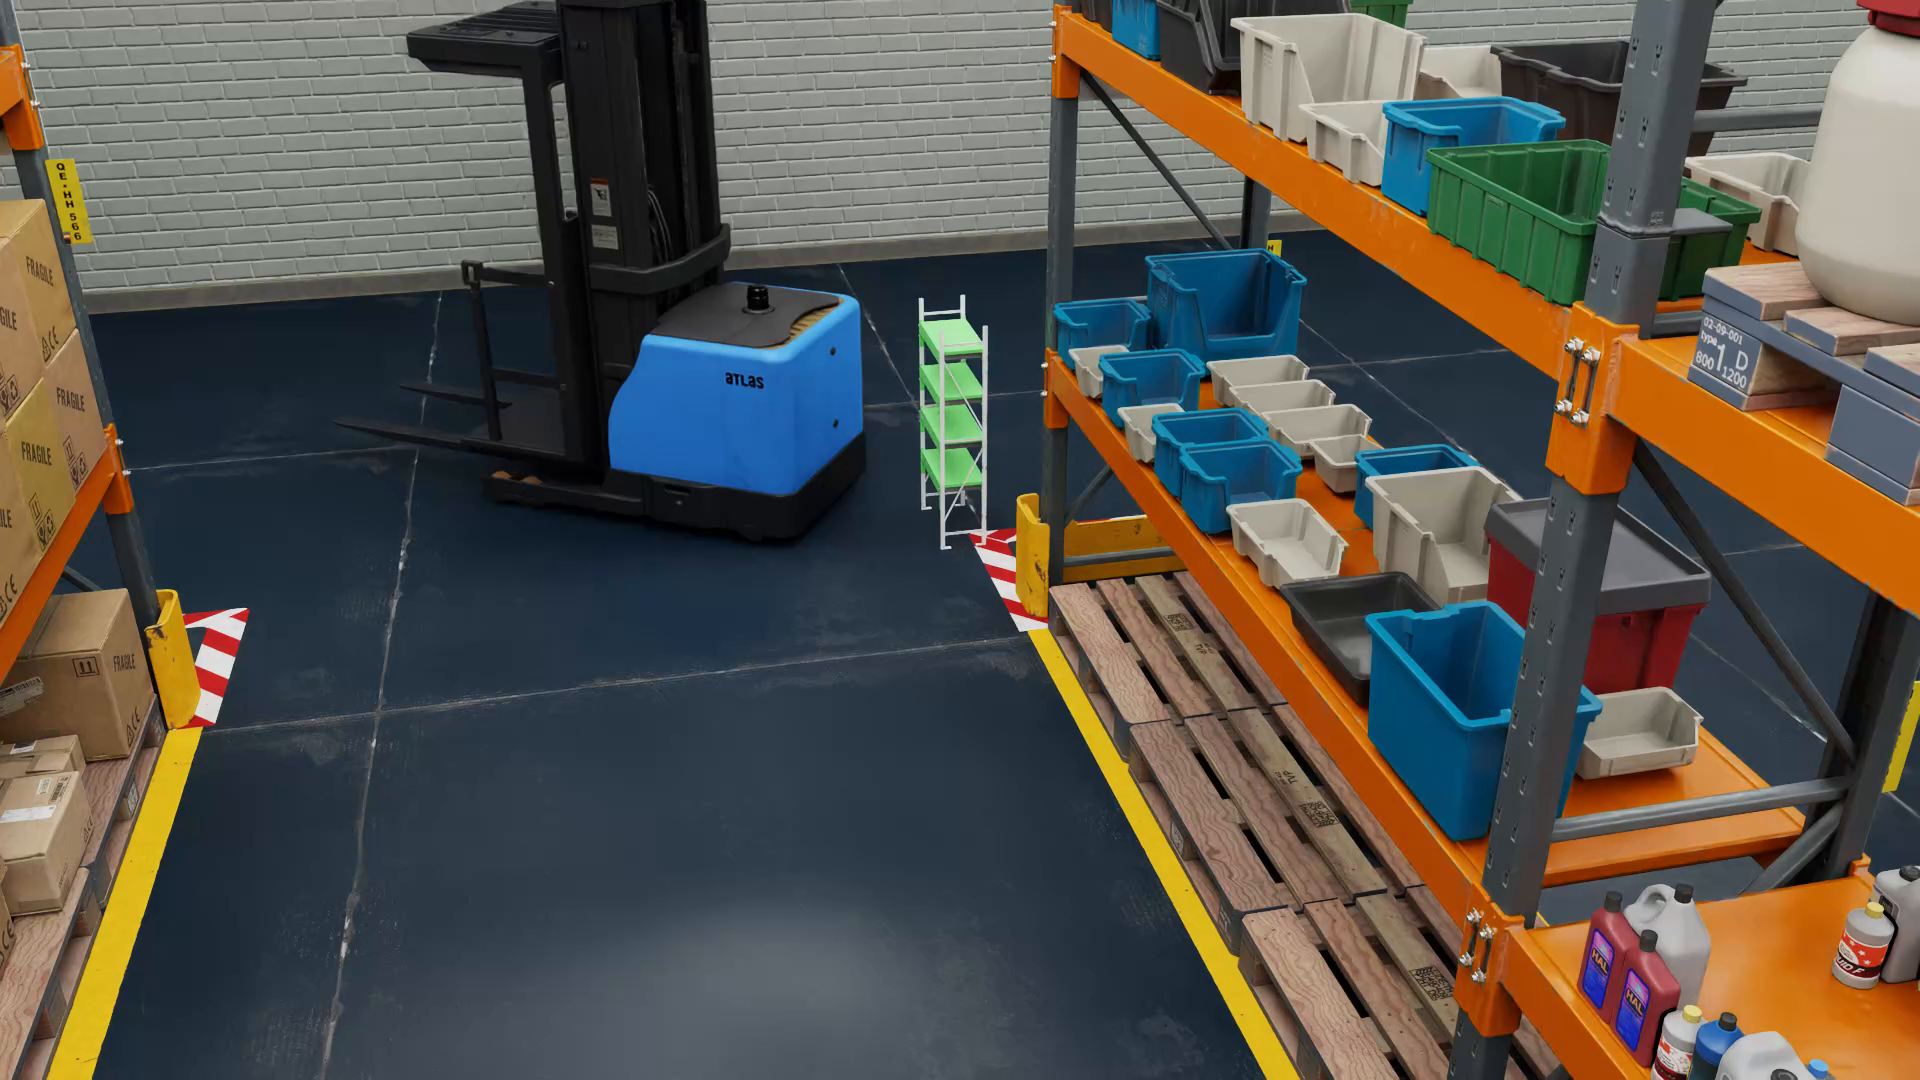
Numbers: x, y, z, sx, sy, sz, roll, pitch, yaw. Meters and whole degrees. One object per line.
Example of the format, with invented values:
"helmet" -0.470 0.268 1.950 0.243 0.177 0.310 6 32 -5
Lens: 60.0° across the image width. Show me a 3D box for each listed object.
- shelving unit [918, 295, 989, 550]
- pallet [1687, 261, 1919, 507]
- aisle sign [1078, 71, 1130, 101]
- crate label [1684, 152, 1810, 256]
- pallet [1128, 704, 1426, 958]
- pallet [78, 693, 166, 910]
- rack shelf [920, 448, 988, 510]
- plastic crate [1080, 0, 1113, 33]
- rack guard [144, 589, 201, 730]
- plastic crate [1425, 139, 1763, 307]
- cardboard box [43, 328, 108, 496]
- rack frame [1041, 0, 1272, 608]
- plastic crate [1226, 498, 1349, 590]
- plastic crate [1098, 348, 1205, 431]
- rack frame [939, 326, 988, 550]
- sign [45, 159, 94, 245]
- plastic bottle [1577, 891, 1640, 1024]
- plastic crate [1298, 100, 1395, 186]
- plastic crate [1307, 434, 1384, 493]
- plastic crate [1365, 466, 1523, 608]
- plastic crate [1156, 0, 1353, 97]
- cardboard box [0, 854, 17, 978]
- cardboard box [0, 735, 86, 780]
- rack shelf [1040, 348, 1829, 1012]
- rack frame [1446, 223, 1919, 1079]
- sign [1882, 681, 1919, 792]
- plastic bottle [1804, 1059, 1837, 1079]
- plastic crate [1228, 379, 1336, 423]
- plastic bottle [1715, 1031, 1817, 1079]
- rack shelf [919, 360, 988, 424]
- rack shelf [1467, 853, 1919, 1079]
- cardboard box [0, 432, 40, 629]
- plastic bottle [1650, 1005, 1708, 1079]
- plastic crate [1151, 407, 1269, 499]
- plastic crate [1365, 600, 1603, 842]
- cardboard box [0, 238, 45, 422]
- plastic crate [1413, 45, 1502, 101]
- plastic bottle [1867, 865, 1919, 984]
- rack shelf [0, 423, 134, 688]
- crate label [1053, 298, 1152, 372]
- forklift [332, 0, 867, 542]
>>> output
"shelving unit" -0.037 -0.608 8.624 0.258 1.200 0.503 -6 27 -12
"pallet" 2.061 -0.249 2.794 1.213 0.211 1.003 -6 27 -12
"aisle sign" 0.582 -2.246 6.986 0.394 0.787 0.004 -6 27 -12
"crate label" 1.961 -0.793 3.957 0.293 0.136 0.466 -6 27 -12
"pallet" 1.307 1.061 6.413 1.003 0.211 1.213 -6 27 -12
"pallet" -3.741 1.046 6.444 1.003 0.211 1.213 -6 27 -12
"rack shelf" -0.037 -0.337 8.761 0.258 0.148 0.480 -6 27 -12
"plastic crate" 0.703 -2.167 6.531 0.497 0.269 0.590 -6 27 -12
"rack guard" -3.922 0.567 7.072 1.175 0.500 0.348 -6 27 -12
"plastic crate" 1.399 -0.728 3.769 0.450 0.188 0.662 -6 27 -12
"cardboard box" -3.573 -0.458 6.218 0.500 0.500 0.500 -5 27 -10
"rack frame" 0.888 -1.084 7.569 1.000 3.000 0.127 -6 27 -12
"plastic crate" 1.104 0.029 5.590 0.293 0.136 0.466 -6 27 -12
"plastic crate" 0.771 -0.605 6.739 0.416 0.233 0.300 -6 27 -12
"rack frame" 0.018 -0.501 8.411 0.240 1.200 0.015 -6 27 -12
"sign" -3.394 -1.288 6.337 0.100 0.325 0.005 -6 27 -12
"plastic bottle" 1.456 0.928 3.711 0.061 0.283 0.133 -6 27 -12
"plastic crate" 1.132 -1.069 4.503 0.293 0.136 0.466 -6 27 -12
"plastic crate" 1.471 -0.277 6.196 0.298 0.136 0.250 -6 27 -12
"plastic crate" 1.625 0.009 5.468 0.437 0.282 0.530 -6 27 -12
"plastic crate" 0.964 -1.697 5.523 0.504 0.338 0.767 -6 27 -12
"cardboard box" -3.466 1.267 5.193 0.797 0.503 0.637 -6 27 -12
"cardboard box" -3.573 0.886 6.321 0.380 0.166 0.250 -6 27 -12
"rack shelf" 1.339 0.115 5.991 1.077 0.370 4.000 -6 27 -12
"rack frame" 1.789 0.672 4.090 1.000 3.000 0.127 -6 27 -12
"sign" 2.326 0.493 4.136 0.100 0.325 0.005 -6 27 -12
"plastic bottle" 1.722 1.142 3.378 0.097 0.201 0.097 0 27 0
"plastic crate" 1.299 -0.525 6.687 0.396 0.136 0.243 -6 27 -12
"plastic bottle" 1.605 1.130 3.320 0.152 0.276 0.135 -6 27 -12
"rack shelf" -0.037 -0.766 8.544 0.258 0.148 0.480 -6 27 -12
"rack shelf" 2.240 1.871 2.512 1.077 0.370 4.000 -6 27 -12
"cardboard box" -3.345 -0.011 5.332 0.500 0.500 0.500 -6 27 -11
"plastic bottle" 1.530 1.072 3.517 0.097 0.201 0.097 0 27 0
"plastic crate" 0.919 -0.316 6.167 0.416 0.233 0.300 -6 27 -12
"plastic crate" 1.352 0.482 4.417 0.392 0.384 0.575 -6 27 -12
"cardboard box" -3.456 -0.684 5.556 0.500 0.500 0.500 -5 27 -10
"plastic crate" 1.595 -1.423 5.205 0.437 0.136 0.530 -6 27 -12
"plastic bottle" 2.193 0.868 3.840 0.152 0.276 0.135 -6 27 -12
"rack shelf" -3.488 0.617 4.998 1.077 0.370 4.000 -6 27 -12
"crate label" 0.623 -0.894 7.312 0.416 0.233 0.303 -6 27 -12
"forklift" -2.098 -1.699 8.863 3.031 2.935 1.130 9 28 18
